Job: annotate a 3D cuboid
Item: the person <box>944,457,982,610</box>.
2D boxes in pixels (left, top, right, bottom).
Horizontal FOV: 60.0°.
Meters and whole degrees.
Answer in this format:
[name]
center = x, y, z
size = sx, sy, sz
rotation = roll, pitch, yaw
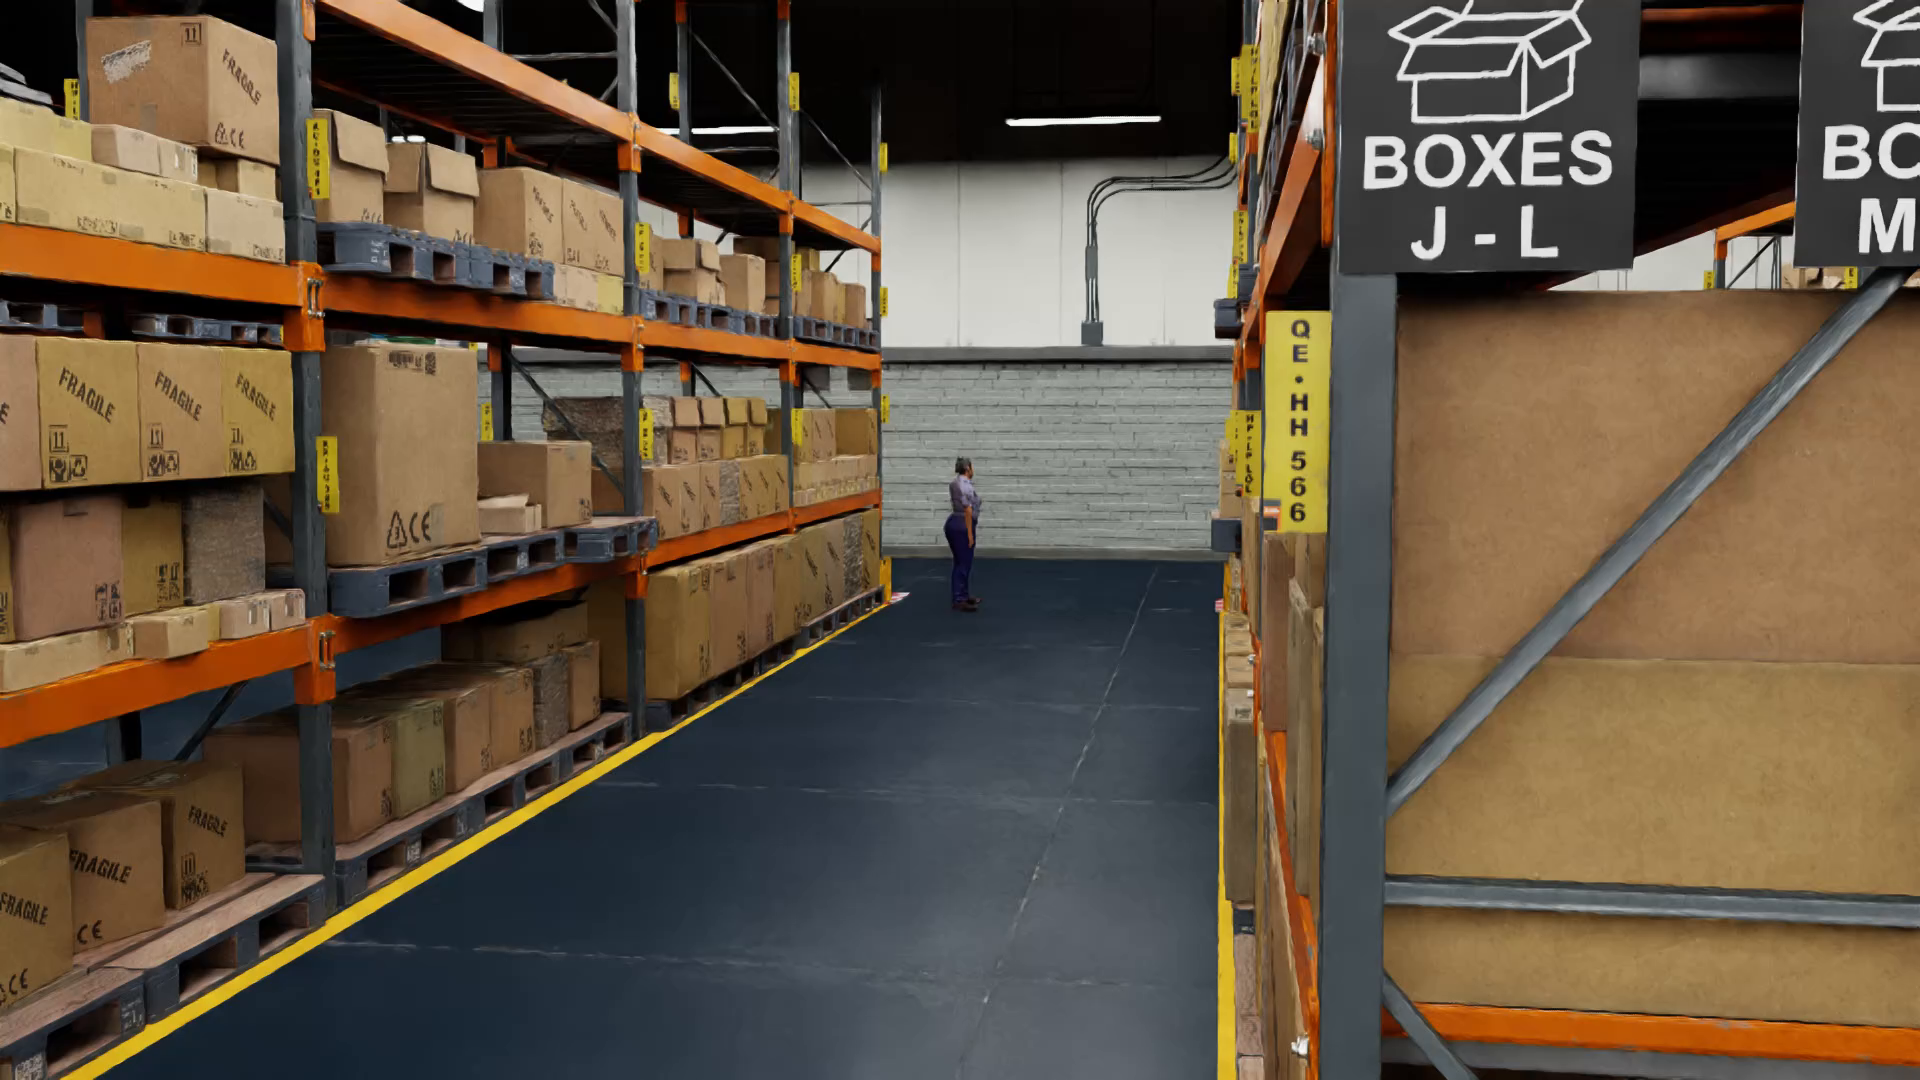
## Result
[person]
center = 0.076, -0.076, 18.213
size = 0.451, 1.646, 0.565
rotation = -1, 5, -17
